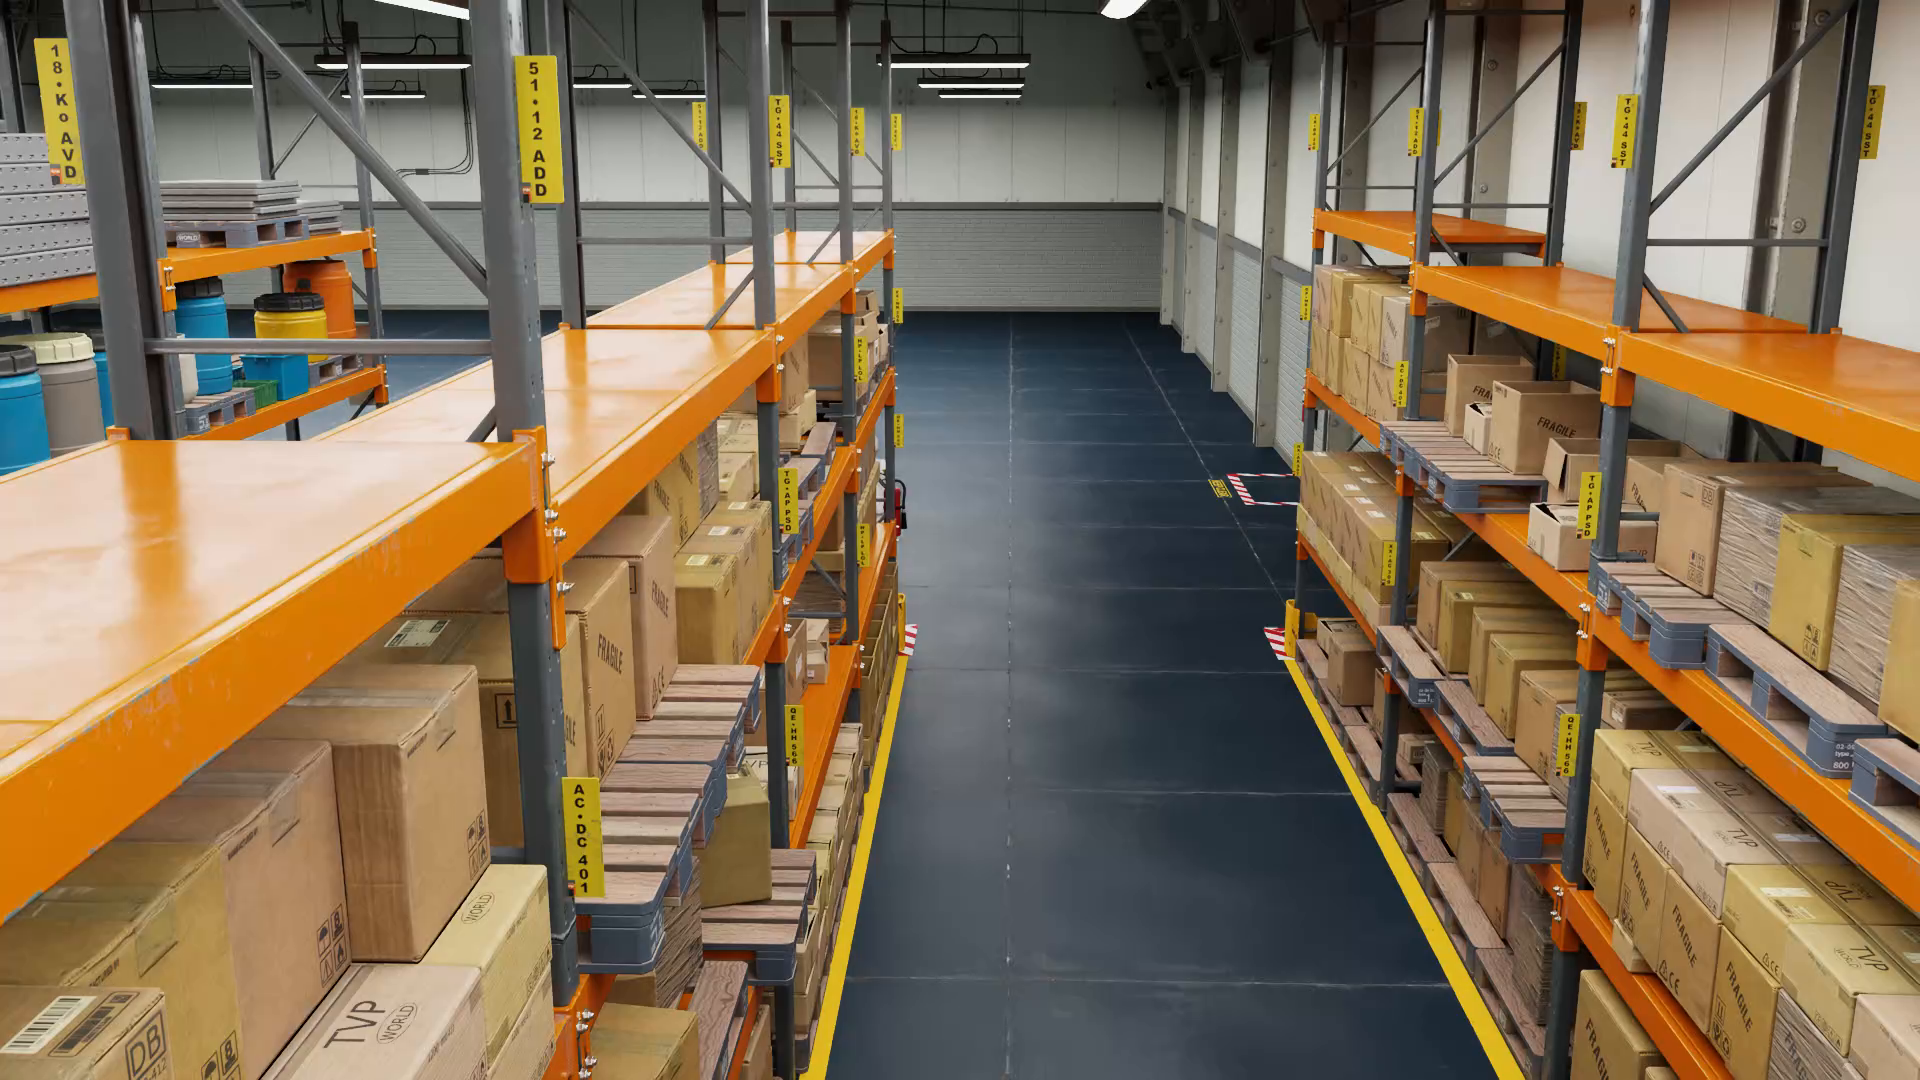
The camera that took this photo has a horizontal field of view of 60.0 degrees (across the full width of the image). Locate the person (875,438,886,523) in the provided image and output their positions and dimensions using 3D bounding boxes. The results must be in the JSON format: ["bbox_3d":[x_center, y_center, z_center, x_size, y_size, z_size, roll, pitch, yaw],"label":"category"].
[{"bbox_3d":[-0.999,-0.330,18.616,0.514,1.793,0.550,-1,14,-5],"label":"person"}]
